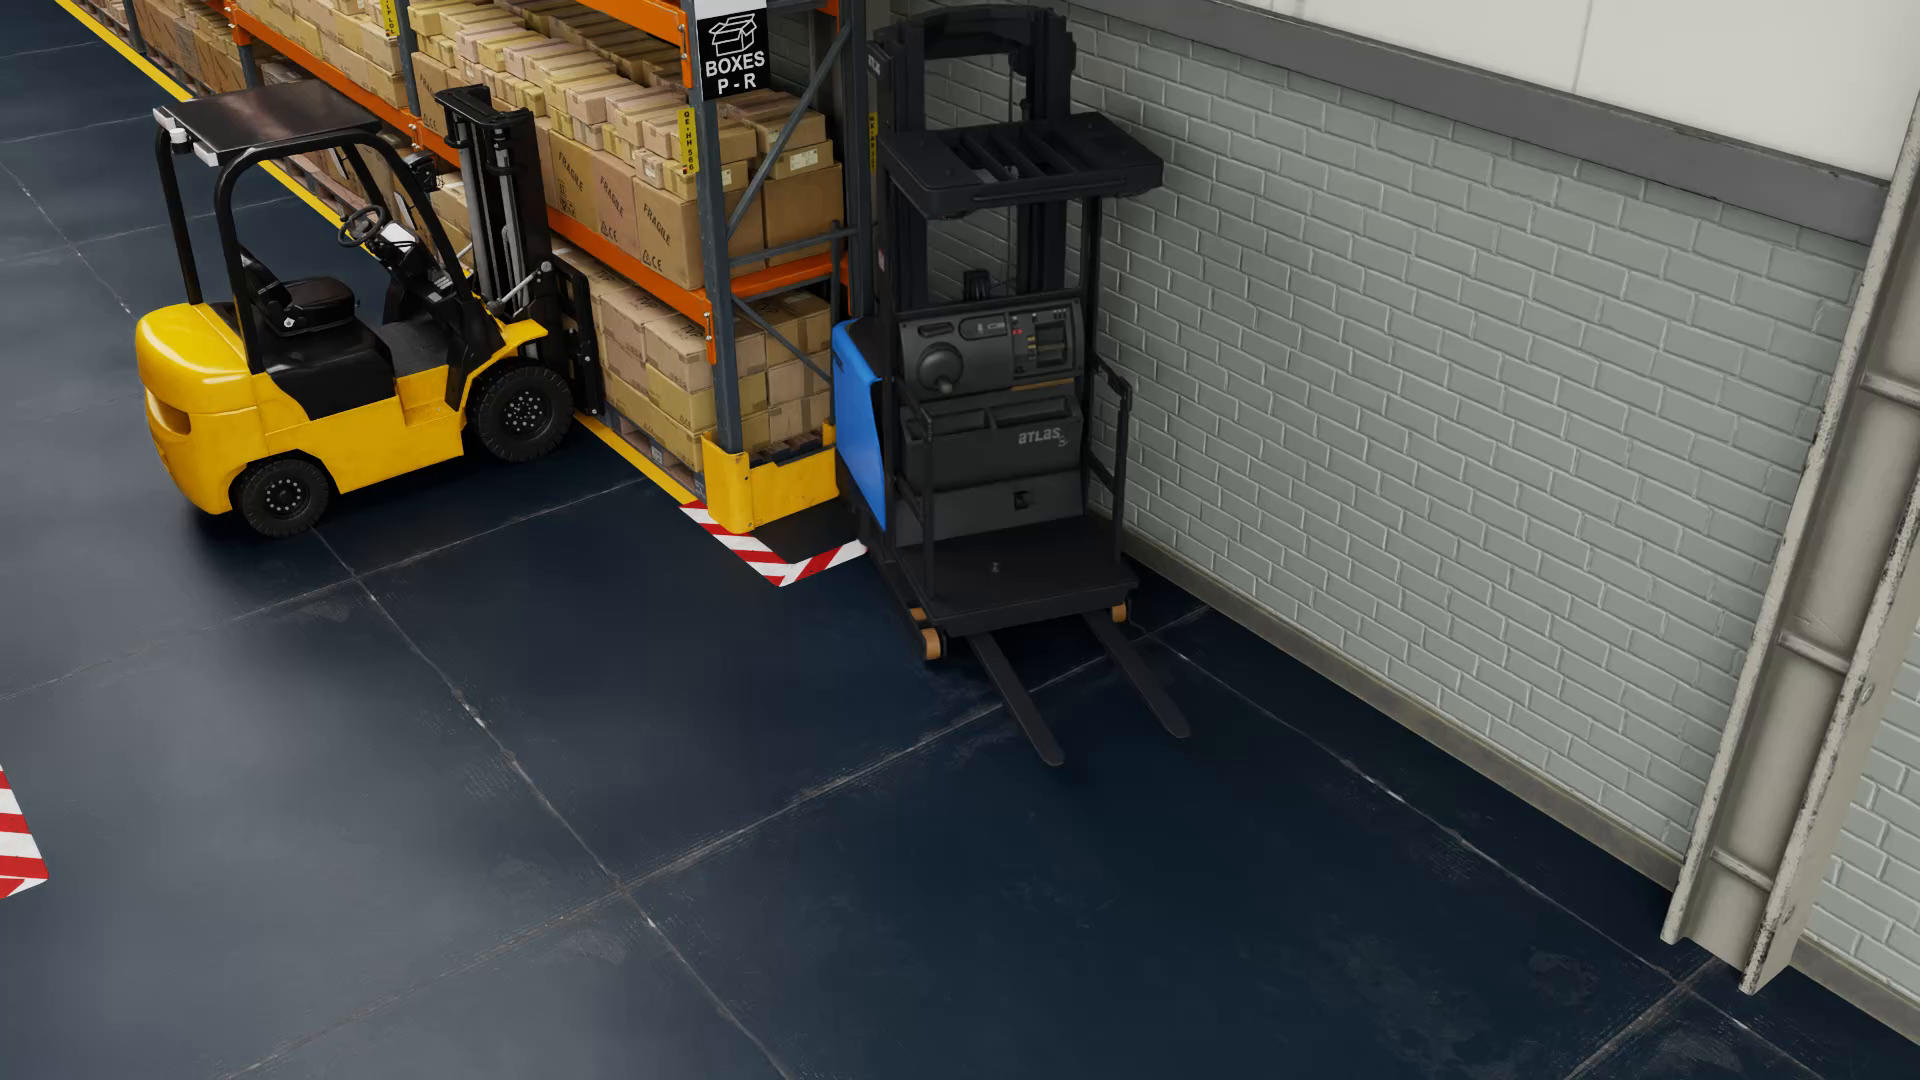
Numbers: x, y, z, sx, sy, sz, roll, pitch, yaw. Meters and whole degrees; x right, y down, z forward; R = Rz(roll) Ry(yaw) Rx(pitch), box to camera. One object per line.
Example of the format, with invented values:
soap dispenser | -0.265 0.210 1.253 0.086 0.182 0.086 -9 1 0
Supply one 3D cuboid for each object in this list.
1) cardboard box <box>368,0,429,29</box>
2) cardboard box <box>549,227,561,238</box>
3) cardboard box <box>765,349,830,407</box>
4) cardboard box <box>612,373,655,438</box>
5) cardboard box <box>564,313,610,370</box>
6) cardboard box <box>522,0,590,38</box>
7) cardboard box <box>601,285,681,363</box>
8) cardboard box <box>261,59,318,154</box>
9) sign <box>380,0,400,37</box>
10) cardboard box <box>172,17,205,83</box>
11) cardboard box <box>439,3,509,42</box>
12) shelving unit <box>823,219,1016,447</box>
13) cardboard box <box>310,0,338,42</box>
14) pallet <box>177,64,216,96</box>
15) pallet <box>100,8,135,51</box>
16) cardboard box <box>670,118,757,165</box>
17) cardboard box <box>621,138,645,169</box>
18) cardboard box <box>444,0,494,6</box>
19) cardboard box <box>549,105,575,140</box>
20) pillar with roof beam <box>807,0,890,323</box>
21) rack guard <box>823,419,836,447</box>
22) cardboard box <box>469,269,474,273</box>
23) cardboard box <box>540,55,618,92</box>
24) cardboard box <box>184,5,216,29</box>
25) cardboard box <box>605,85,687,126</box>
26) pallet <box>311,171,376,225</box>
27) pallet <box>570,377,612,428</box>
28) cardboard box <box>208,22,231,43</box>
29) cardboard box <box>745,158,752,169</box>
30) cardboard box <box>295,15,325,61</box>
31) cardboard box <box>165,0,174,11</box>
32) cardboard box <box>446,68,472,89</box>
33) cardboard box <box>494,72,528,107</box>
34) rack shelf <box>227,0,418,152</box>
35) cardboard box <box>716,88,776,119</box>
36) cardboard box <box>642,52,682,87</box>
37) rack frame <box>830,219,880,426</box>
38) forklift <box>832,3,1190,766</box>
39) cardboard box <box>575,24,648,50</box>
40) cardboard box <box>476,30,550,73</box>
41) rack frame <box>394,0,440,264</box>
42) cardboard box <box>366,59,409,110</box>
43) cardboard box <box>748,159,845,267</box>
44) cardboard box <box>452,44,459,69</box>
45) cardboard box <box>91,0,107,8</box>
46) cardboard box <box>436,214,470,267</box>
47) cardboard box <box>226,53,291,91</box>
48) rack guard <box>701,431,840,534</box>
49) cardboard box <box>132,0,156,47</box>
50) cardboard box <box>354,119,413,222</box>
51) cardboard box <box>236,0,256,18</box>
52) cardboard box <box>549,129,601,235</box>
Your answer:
cardboard box | -3.923 -3.722 11.691 0.380 0.149 0.250 -23 38 -32
cardboard box | -2.697 -1.944 10.797 0.500 0.250 0.500 -21 37 -30
cardboard box | -1.037 -1.051 9.833 0.500 0.250 0.500 -21 38 -31
cardboard box | -1.748 -0.879 10.031 0.500 0.250 0.500 -22 38 -31
cardboard box | -2.091 -1.310 10.251 0.500 0.250 0.500 -23 39 -32
cardboard box | -2.637 -3.417 10.917 0.380 0.149 0.250 -23 38 -32
cardboard box | -1.760 -1.302 9.764 0.500 0.250 0.500 -22 38 -31
cardboard box | -5.447 -3.804 14.385 0.875 0.625 0.625 -21 38 -30
sign | -3.789 -3.511 11.037 0.100 0.325 0.005 -22 38 -31
cardboard box | -7.203 -4.762 16.045 0.500 0.500 0.500 -24 39 -33
cardboard box | -3.159 -3.373 10.847 0.380 0.149 0.250 -22 38 -31
shelving unit | -0.195 -1.021 9.436 1.083 1.500 0.587 27 39 33
cardboard box | -4.499 -3.930 12.402 0.500 0.250 0.500 -21 38 -30
pallet | -6.991 -4.546 16.369 1.003 0.211 1.213 -22 38 -31
pallet | -8.692 -5.668 18.176 1.003 0.211 1.213 -22 38 -31
cardboard box | -1.299 -2.090 8.781 0.380 0.149 0.250 -22 38 -31
cardboard box | -1.638 -2.162 9.178 0.380 0.149 0.250 -21 38 -31
cardboard box | -3.412 -3.766 11.761 0.380 0.149 0.250 -23 39 -32
cardboard box | -2.153 -2.464 9.664 0.380 0.149 0.250 -22 38 -31
pillar with roof beam | -4.029 -3.302 6.038 9.100 9.000 0.400 -22 38 -31
rack guard | -0.598 -0.684 10.038 0.087 0.250 0.587 27 39 33
cardboard box | -3.007 -1.727 11.396 0.500 0.250 0.500 -23 39 -32
cardboard box | -2.244 -2.728 9.807 0.380 0.149 0.250 -22 38 -31
cardboard box | -7.113 -4.977 15.776 0.380 0.149 0.250 -24 39 -34
cardboard box | -1.751 -2.411 9.298 0.380 0.149 0.250 -22 38 -31
pallet | -4.601 -2.851 13.640 1.003 0.211 1.213 -22 38 -31
pallet | -2.159 -1.194 10.972 1.003 0.211 1.213 -22 38 -31
cardboard box | -6.640 -4.643 15.239 0.380 0.149 0.250 -24 39 -33
cardboard box | -1.118 -2.191 9.224 0.380 0.149 0.250 -22 38 -31
cardboard box | -4.797 -3.931 12.878 0.500 0.250 0.500 -21 37 -30
cardboard box | -7.562 -5.303 16.301 0.380 0.149 0.250 -22 38 -32
cardboard box | -2.968 -2.793 10.810 0.500 0.500 0.500 -22 38 -31
cardboard box | -2.616 -2.789 10.188 0.380 0.149 0.250 -24 39 -33
rack shelf | -4.592 -3.760 13.143 1.077 0.370 4.000 -22 38 -31
cardboard box | -1.257 -2.444 9.350 0.380 0.149 0.250 -21 38 -31
cardboard box | -1.662 -2.795 9.915 0.380 0.149 0.250 -23 39 -32
rack frame | -0.569 -1.212 9.705 0.032 1.500 0.500 27 39 33
forklift | 0.230 -0.885 7.897 1.130 2.935 3.031 -10 33 -16
cardboard box | -2.172 -3.097 10.402 0.380 0.149 0.250 -23 38 -32
cardboard box | -2.752 -3.024 10.285 0.380 0.149 0.250 -23 39 -32
rack frame | -3.366 -3.232 11.611 1.000 3.000 0.127 -22 38 -31
cardboard box | -3.882 -3.294 11.852 0.500 0.250 0.500 -21 38 -30
cardboard box | -0.998 -1.904 9.377 0.500 0.500 0.500 -21 37 -30
cardboard box | -3.036 -3.125 10.729 0.380 0.149 0.250 -22 38 -31
cardboard box | -9.294 -6.263 18.462 0.700 0.500 0.500 -24 39 -33
cardboard box | -3.313 -2.153 11.608 0.500 0.250 0.500 -22 38 -32
cardboard box | -6.248 -4.122 15.015 0.500 0.500 0.500 -21 38 -30
rack guard | -0.898 -0.493 9.570 1.175 0.500 0.348 -22 38 -31
cardboard box | -8.153 -5.408 17.086 0.500 0.500 0.500 -20 37 -29
cardboard box | -4.165 -2.941 12.995 0.875 0.625 0.625 -23 38 -32
cardboard box | -5.740 -4.571 13.909 0.500 0.250 0.500 -22 38 -31
cardboard box | -2.048 -2.160 9.790 0.500 0.500 0.500 -23 39 -32
